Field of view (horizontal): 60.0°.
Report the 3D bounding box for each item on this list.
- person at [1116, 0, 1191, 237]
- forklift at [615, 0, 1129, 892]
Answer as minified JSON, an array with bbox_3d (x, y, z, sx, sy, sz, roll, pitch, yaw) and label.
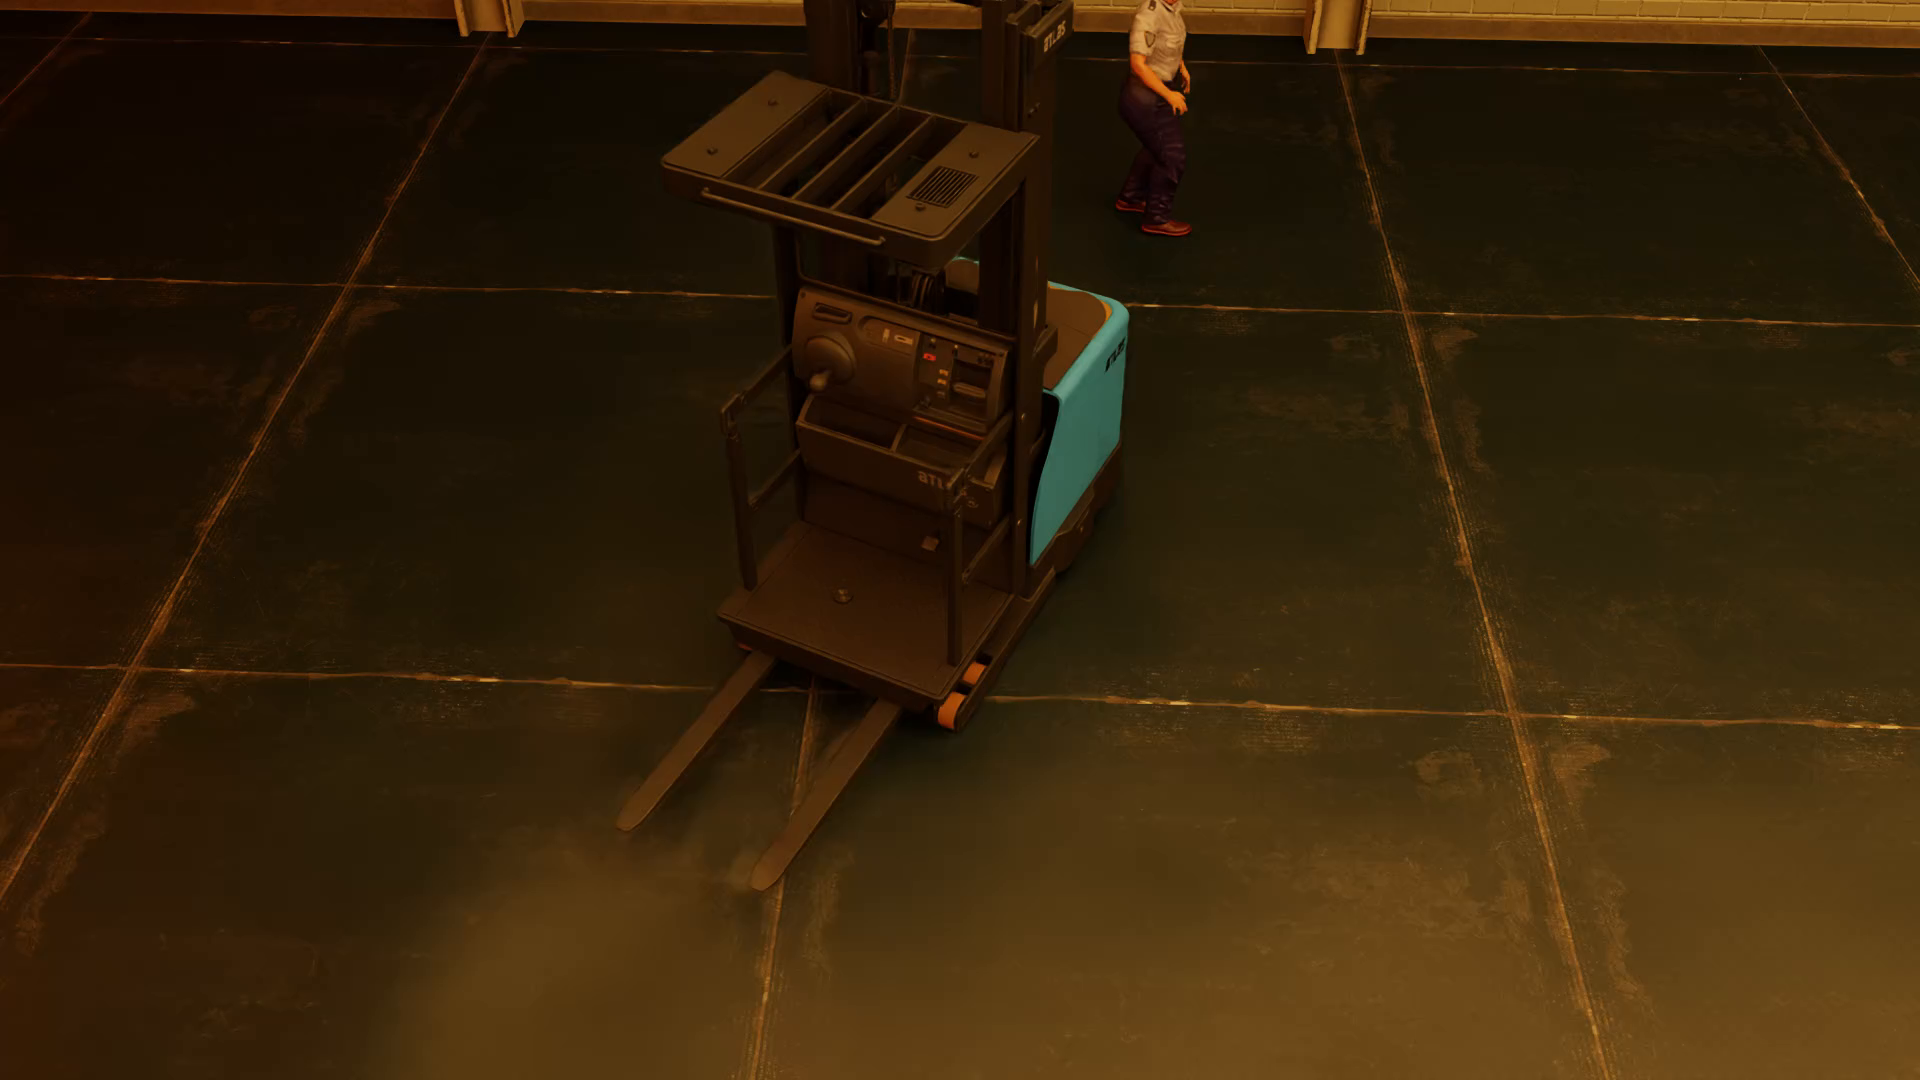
[{"bbox_3d":[1.160,-2.549,9.527,0.492,1.614,0.685,6,43,7],"label":"person"},{"bbox_3d":[-0.341,-0.625,6.426,1.130,2.935,3.031,19,46,20],"label":"forklift"}]
